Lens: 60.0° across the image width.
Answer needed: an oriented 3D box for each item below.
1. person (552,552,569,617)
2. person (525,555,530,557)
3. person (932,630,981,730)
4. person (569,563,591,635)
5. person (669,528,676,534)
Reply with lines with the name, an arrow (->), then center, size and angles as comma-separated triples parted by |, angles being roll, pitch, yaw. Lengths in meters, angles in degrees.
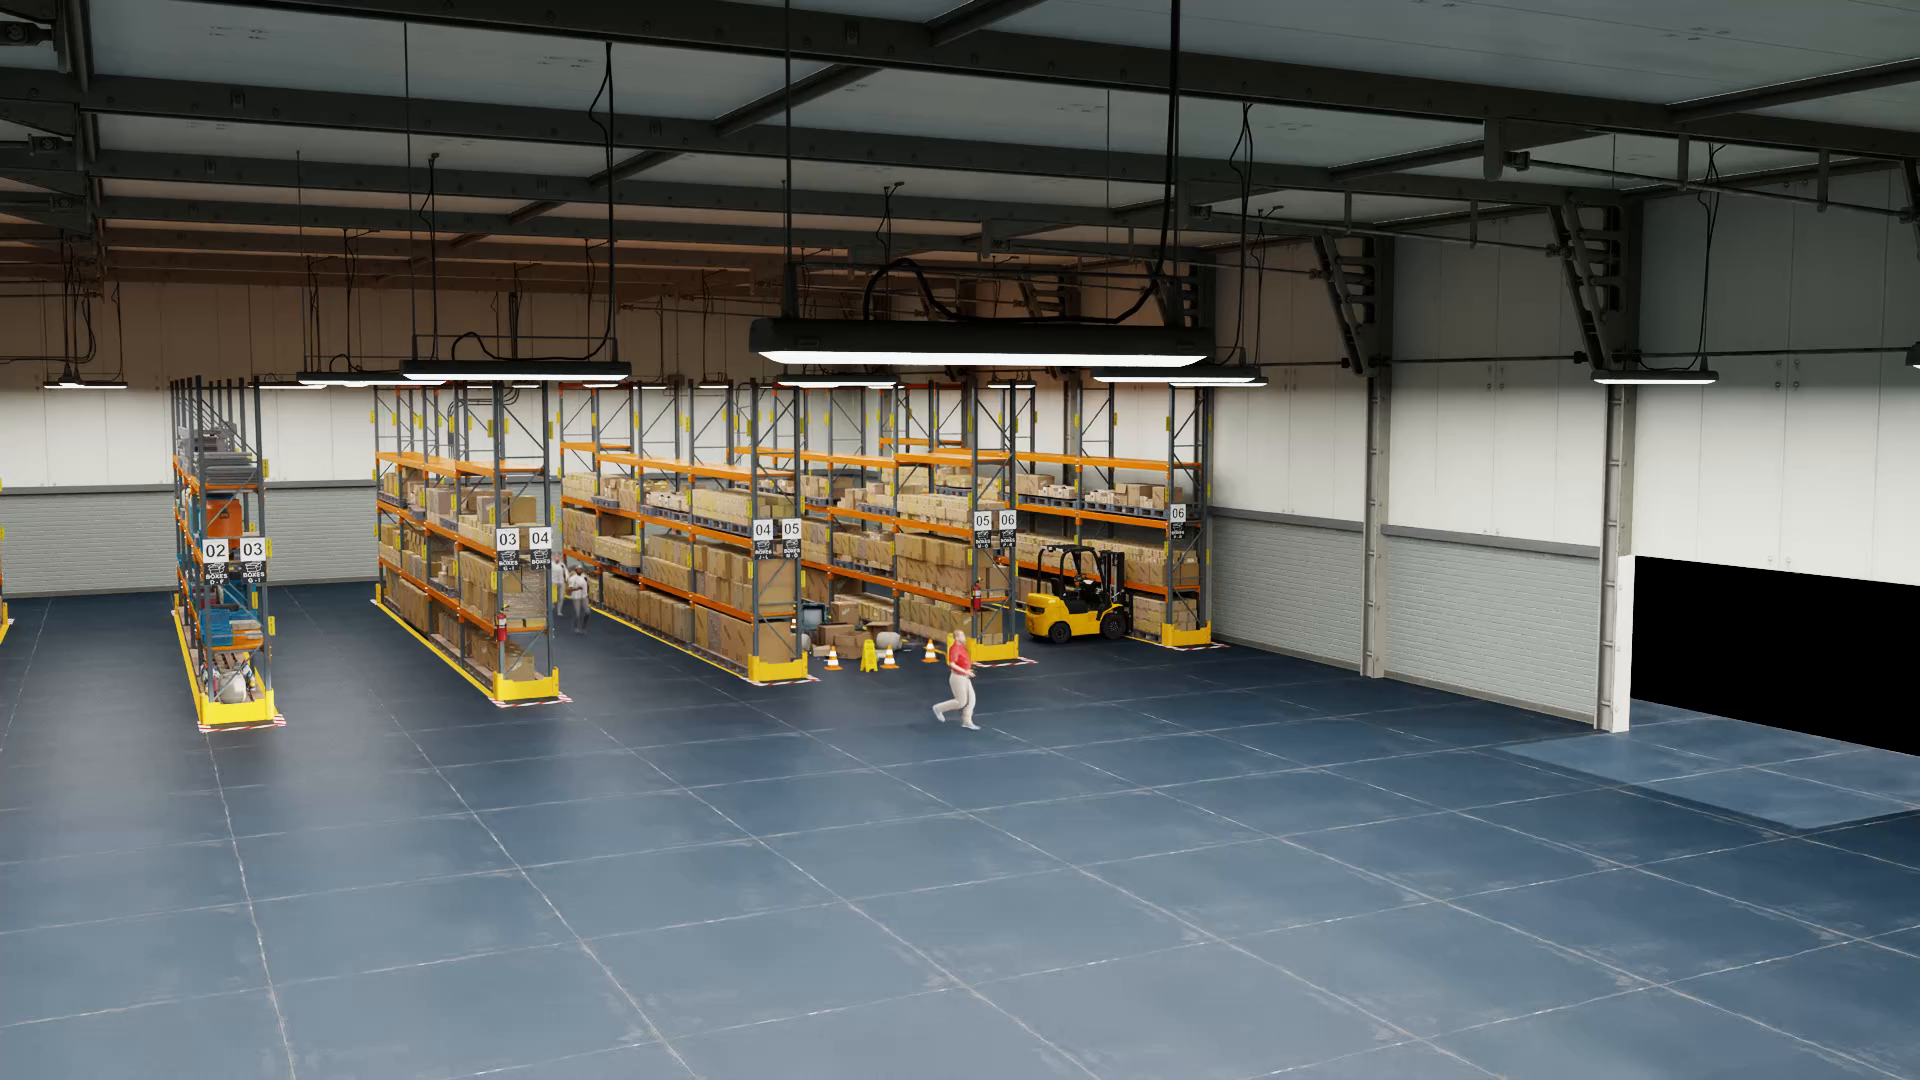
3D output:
person -> -10.302, 1.114, 42.628 | 0.633, 1.657, 0.773 | -3, 6, -27
person -> -12.169, 0.746, 46.201 | 0.764, 1.730, 0.864 | -2, 5, -21
person -> -0.052, 2.380, 28.270 | 0.816, 1.714, 0.663 | 1, 5, 9
person -> -8.953, 1.399, 39.246 | 0.558, 1.728, 0.667 | -4, 6, -35
person -> -8.553, 0.372, 50.119 | 0.887, 1.802, 0.674 | -2, 6, -26
